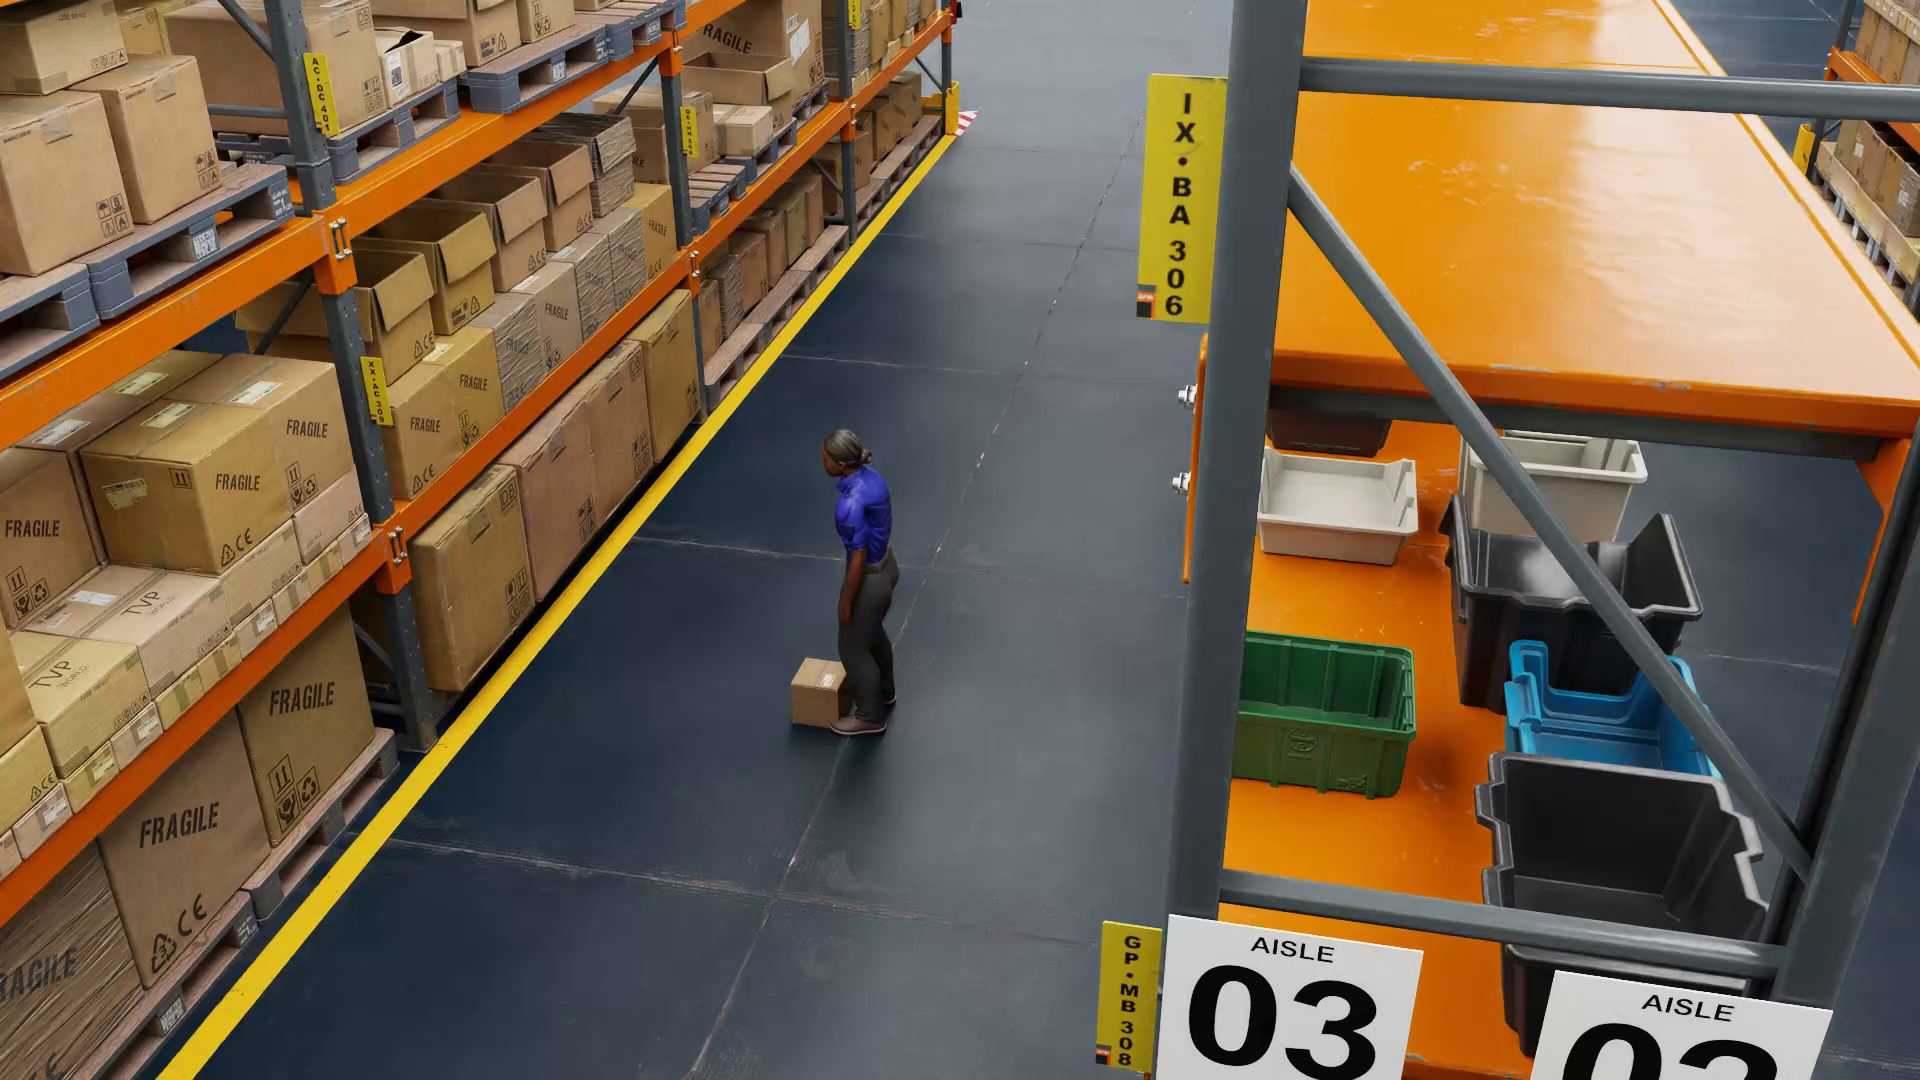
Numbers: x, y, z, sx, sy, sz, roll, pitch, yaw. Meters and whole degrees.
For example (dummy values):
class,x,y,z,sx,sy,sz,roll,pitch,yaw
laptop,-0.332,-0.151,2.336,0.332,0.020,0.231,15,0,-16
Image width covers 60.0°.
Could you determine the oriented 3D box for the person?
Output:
class,x,y,z,sx,sy,sz,roll,pitch,yaw
person,-0.488,0.199,8.257,0.352,1.654,0.512,6,29,10
